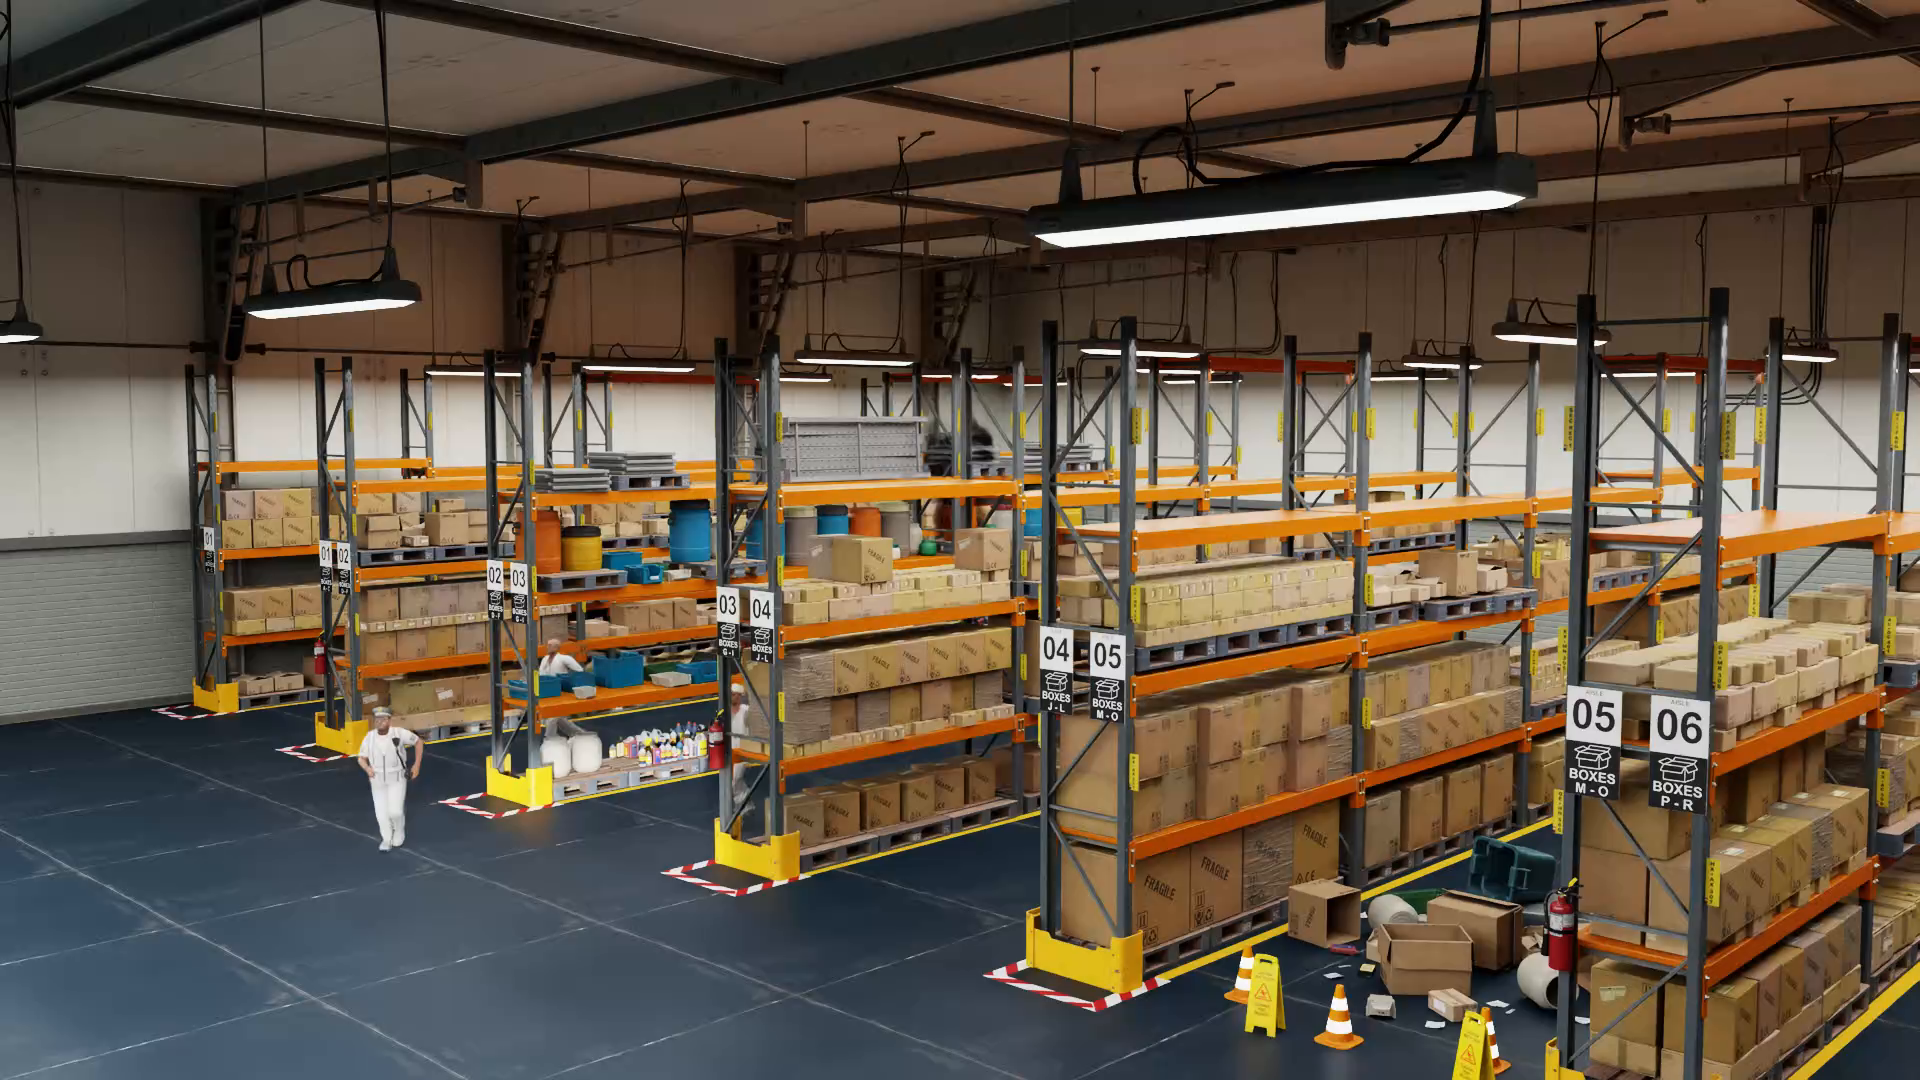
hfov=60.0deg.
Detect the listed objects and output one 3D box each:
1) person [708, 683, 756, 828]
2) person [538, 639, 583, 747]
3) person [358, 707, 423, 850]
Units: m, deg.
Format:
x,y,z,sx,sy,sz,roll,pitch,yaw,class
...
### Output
x,y,z,sx,sy,sz,roll,pitch,yaw,class
-2.809,2.694,20.780,0.635,1.825,0.749,3,5,33,person
-6.000,2.369,24.923,0.720,1.791,1.061,3,5,36,person
-6.678,2.800,19.449,0.688,1.741,0.772,0,4,-5,person
